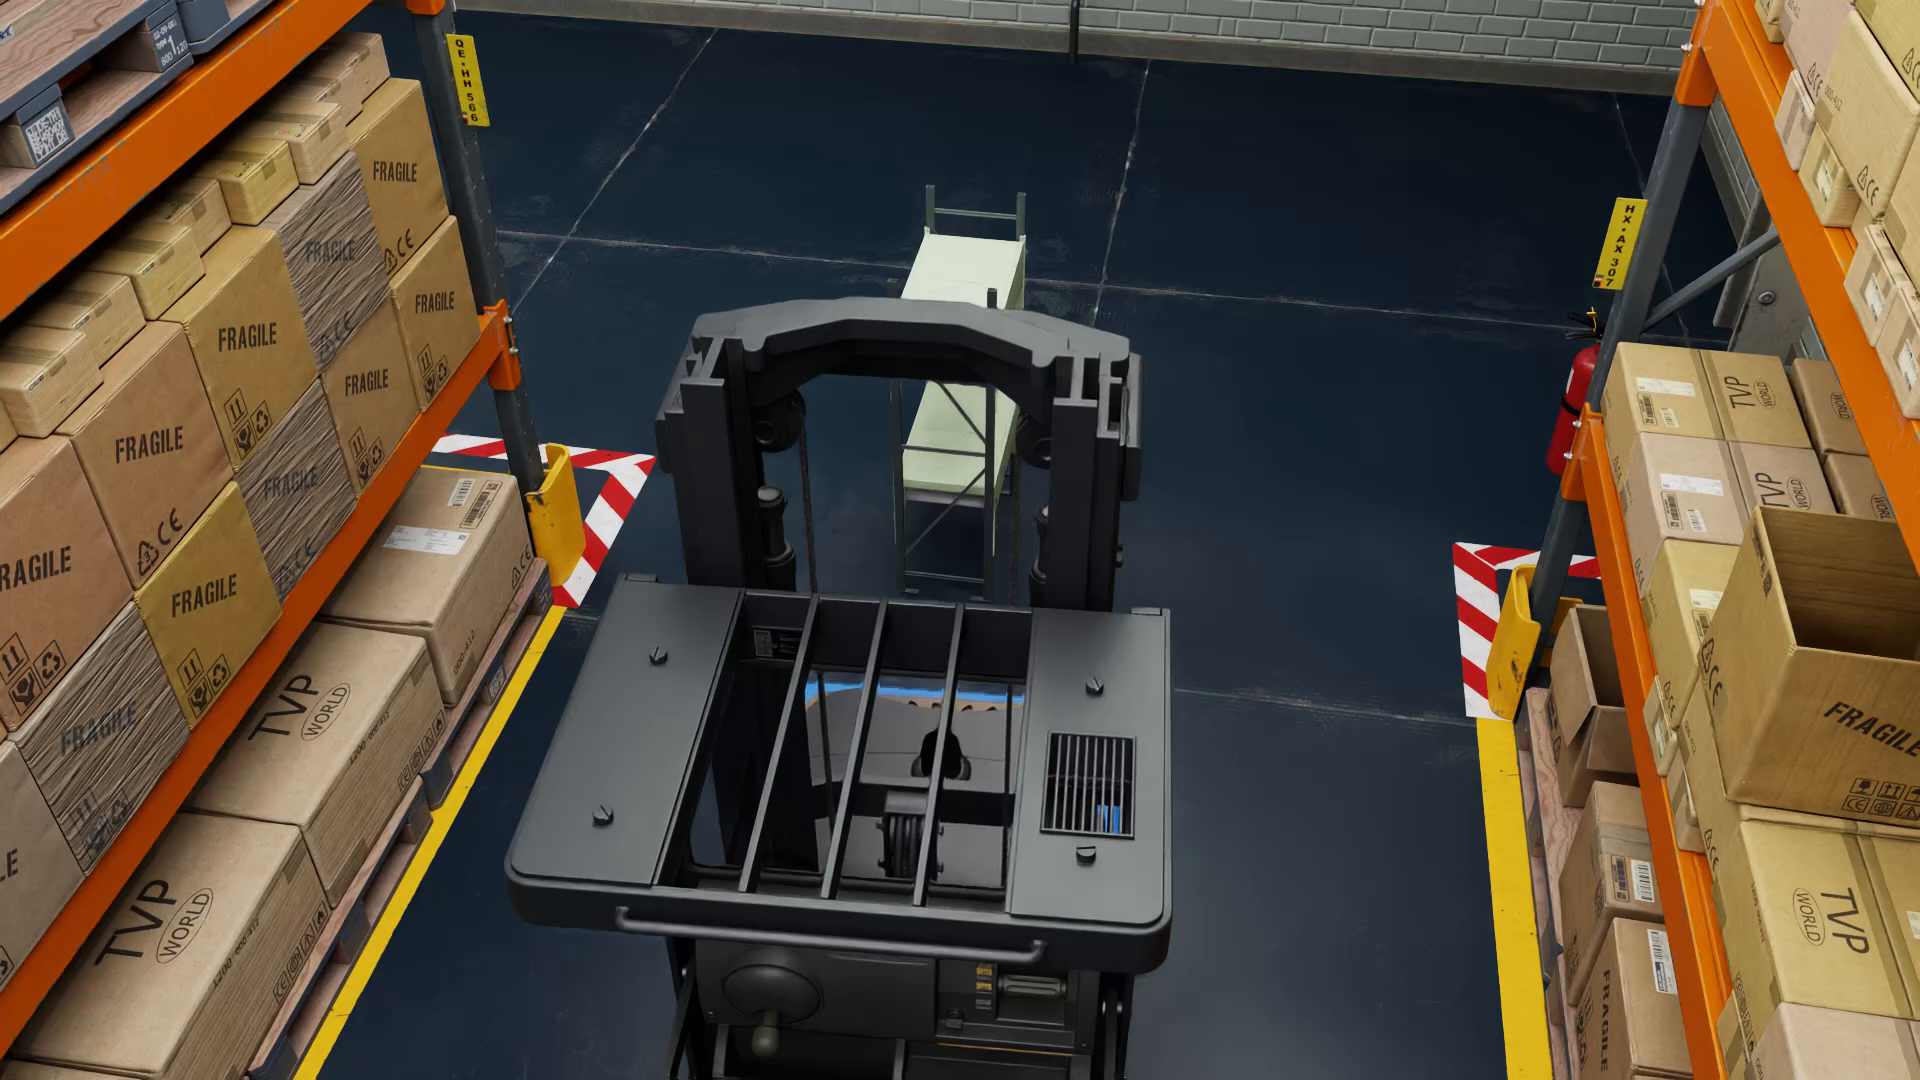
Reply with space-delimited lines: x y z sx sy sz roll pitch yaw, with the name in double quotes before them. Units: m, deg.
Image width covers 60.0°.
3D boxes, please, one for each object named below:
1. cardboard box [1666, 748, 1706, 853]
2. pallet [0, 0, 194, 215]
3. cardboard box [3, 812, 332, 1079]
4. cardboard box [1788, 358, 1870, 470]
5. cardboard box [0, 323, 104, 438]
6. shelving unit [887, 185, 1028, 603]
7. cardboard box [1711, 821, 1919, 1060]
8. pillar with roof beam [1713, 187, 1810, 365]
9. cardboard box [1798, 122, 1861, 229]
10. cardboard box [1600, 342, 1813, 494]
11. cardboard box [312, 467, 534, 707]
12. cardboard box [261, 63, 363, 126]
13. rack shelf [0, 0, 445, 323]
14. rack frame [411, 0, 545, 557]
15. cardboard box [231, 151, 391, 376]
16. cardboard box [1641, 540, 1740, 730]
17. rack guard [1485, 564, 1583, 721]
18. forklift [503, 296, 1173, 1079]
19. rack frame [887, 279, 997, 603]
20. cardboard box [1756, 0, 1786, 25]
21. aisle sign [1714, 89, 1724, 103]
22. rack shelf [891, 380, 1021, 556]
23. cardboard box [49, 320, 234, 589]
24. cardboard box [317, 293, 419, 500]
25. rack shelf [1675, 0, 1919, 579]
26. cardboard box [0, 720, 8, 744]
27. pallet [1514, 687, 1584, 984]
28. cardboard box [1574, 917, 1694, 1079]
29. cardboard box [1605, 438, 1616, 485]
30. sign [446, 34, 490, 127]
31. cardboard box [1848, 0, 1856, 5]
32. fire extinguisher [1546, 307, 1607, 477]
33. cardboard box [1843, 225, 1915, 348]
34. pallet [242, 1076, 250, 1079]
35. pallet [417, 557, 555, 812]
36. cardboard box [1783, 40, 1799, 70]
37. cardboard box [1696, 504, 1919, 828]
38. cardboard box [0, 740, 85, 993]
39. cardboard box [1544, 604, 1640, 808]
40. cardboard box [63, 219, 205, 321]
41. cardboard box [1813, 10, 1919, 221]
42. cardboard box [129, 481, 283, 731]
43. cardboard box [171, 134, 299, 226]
"cardboard box" 2.043 0.683 4.267 0.380 0.149 0.250 7 40 9
"pallet" -2.549 -0.993 3.812 1.003 0.211 1.213 6 40 8
"cardboard box" -2.546 1.286 5.021 0.875 0.438 0.875 5 40 6
"cardboard box" 2.849 -0.299 5.142 0.500 0.250 0.500 7 40 9
"cardboard box" -2.322 -0.392 3.998 0.380 0.149 0.250 7 40 8
"shelving unit" -0.001 -0.574 6.767 0.431 1.500 0.755 6 40 8
"cardboard box" 1.995 0.919 3.669 0.500 0.250 0.500 6 40 7
"pillar with roof beam" -0.218 -4.940 6.163 9.100 9.000 0.400 6 40 8
"cardboard box" 2.120 -0.809 3.717 0.380 0.149 0.250 6 40 8
"cardboard box" 2.324 -0.362 5.218 0.500 0.250 0.500 7 40 8
"cardboard box" -2.238 0.145 6.401 0.875 0.438 0.875 5 40 6
"cardboard box" -2.107 -1.370 5.181 0.380 0.149 0.250 7 40 8
"rack shelf" -2.568 -0.729 3.988 1.077 0.370 4.000 6 40 8
"rack frame" -2.222 -1.106 6.233 1.000 3.000 0.127 6 40 8
"cardboard box" -2.132 -0.869 5.084 0.500 0.500 0.500 7 40 8
"cardboard box" 2.152 0.273 4.451 0.500 0.250 0.500 6 40 7
"rack guard" 2.654 0.450 6.313 1.175 0.500 0.348 6 40 8
"forklift" -0.163 1.082 3.641 1.130 2.935 3.031 4 40 4
"rack frame" -0.064 -0.344 6.489 0.400 1.500 0.023 6 40 8
"cardboard box" 2.321 -1.525 4.271 0.500 0.250 0.500 6 40 7
"aisle sign" 2.390 -1.638 4.837 0.394 0.787 0.004 6 40 8
"rack shelf" -0.001 -0.323 6.975 0.431 0.370 0.720 6 40 8
"cardboard box" -2.310 -0.244 4.328 0.500 0.500 0.500 6 40 7
"cardboard box" -2.146 -0.499 5.421 0.500 0.500 0.500 6 40 7
"rack shelf" 2.321 -0.184 3.329 1.077 0.370 4.000 6 40 8
"cardboard box" -2.500 0.392 3.558 0.500 0.500 0.500 6 40 7
"pallet" 2.517 1.062 5.800 1.003 0.211 1.213 6 40 8
"cardboard box" 2.092 1.467 4.753 0.500 0.500 0.500 7 40 8
"cardboard box" 2.340 -0.288 5.441 0.380 0.149 0.250 6 40 7
"sign" -1.690 -1.575 5.706 0.100 0.325 0.005 6 40 8
"cardboard box" 2.237 -1.398 3.725 0.500 0.250 0.500 6 40 7
"fire extinguisher" 2.238 -0.530 5.891 0.296 0.674 0.183 6 40 8
"cardboard box" 2.022 -0.494 3.337 0.380 0.149 0.250 6 40 8
"pallet" -2.706 2.011 4.652 1.003 0.211 1.213 6 40 8
"pallet" -2.283 0.480 6.504 1.003 0.211 1.213 6 40 8
"cardboard box" 2.364 -1.278 4.285 0.380 0.149 0.250 7 40 8
"cardboard box" 2.064 0.290 3.841 0.500 0.500 0.500 7 40 9
"cardboard box" -2.484 0.785 3.868 0.500 0.500 0.500 7 40 8
"cardboard box" 2.468 0.613 5.784 0.797 0.503 0.637 5 40 6
"cardboard box" -2.254 -0.725 4.401 0.380 0.149 0.250 7 40 9
"cardboard box" 2.153 -0.884 3.495 0.500 0.250 0.500 5 40 6
"cardboard box" -2.302 0.151 4.635 0.500 0.500 0.500 8 40 9
"cardboard box" -2.153 -1.045 4.788 0.380 0.149 0.250 7 40 9
